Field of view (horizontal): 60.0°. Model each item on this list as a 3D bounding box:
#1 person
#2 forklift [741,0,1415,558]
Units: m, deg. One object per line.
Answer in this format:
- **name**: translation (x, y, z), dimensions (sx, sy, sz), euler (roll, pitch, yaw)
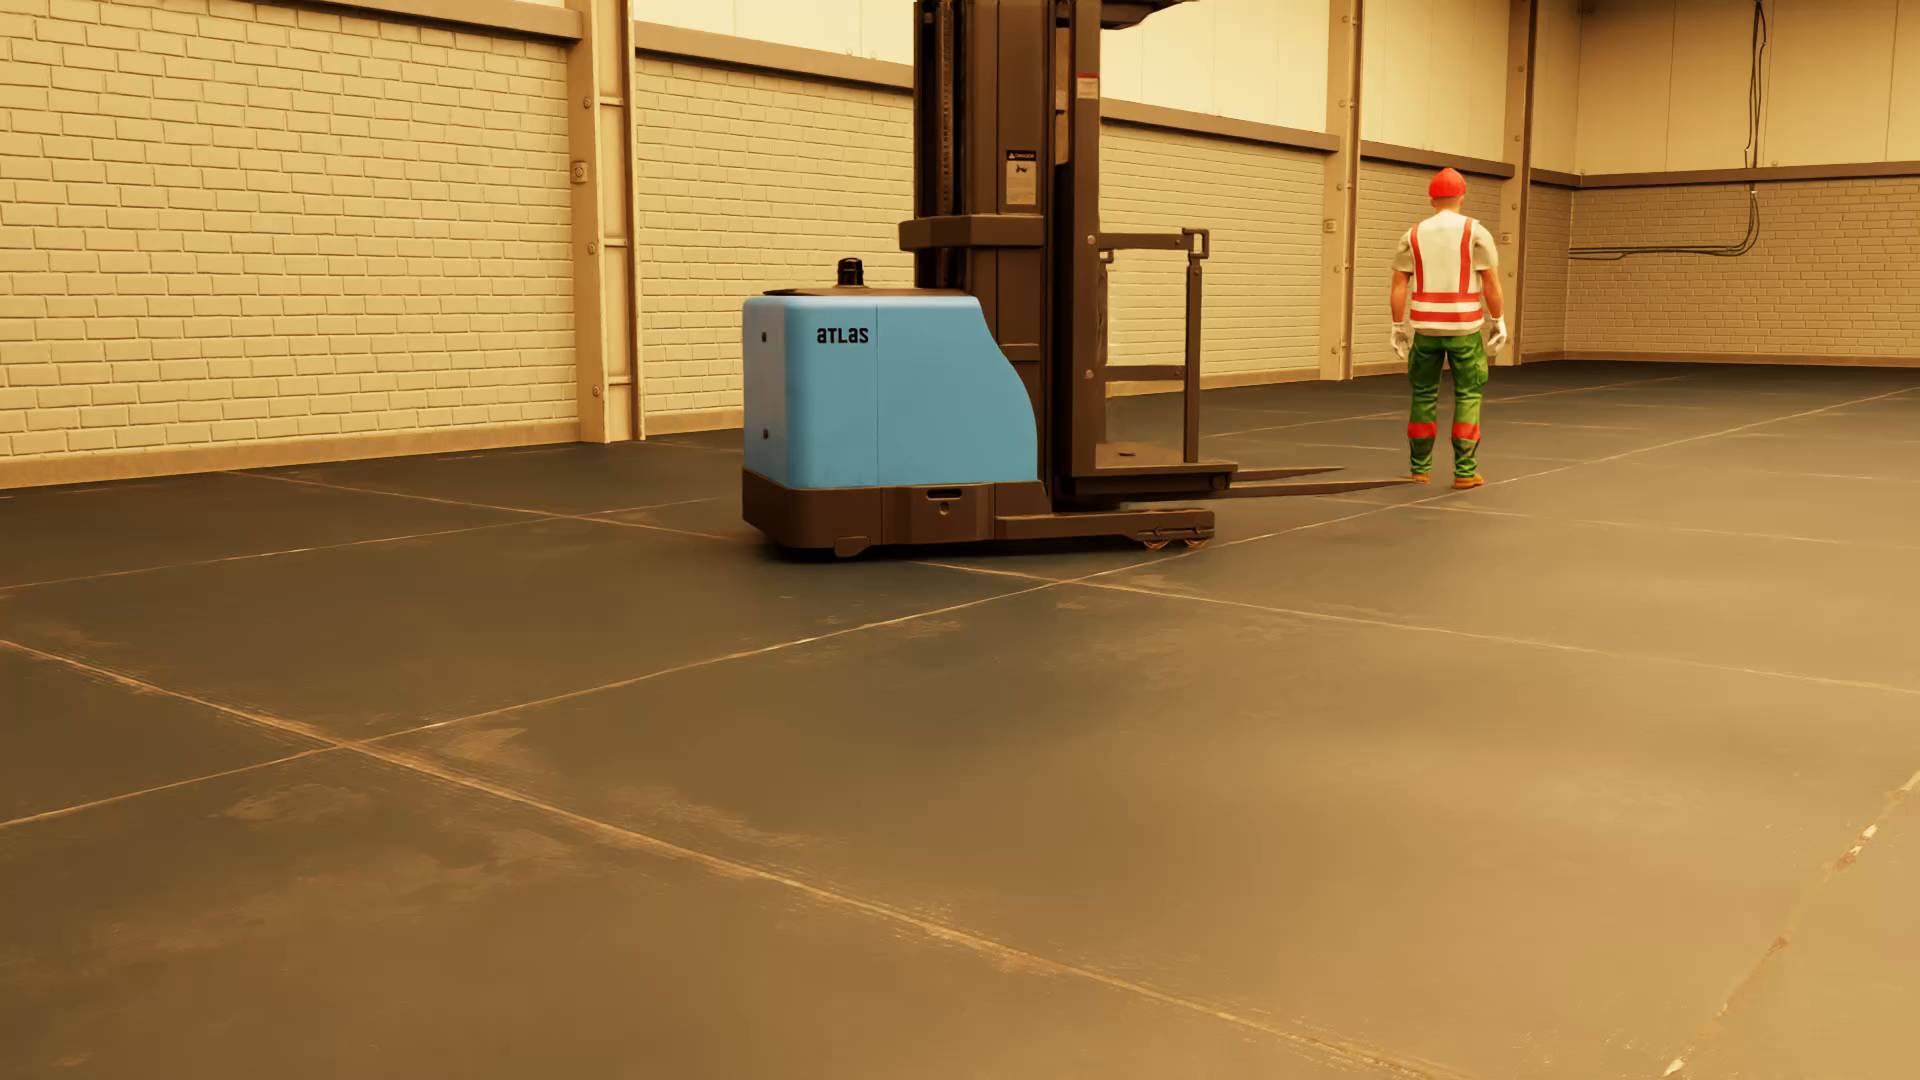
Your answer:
- **person**: translation (2.790, -1.187, 9.456), dimensions (0.631, 1.811, 0.501), euler (5, 10, 30)
- **forklift**: translation (0.587, -1.482, 7.411), dimensions (3.031, 2.935, 1.130), euler (-3, 9, -19)
